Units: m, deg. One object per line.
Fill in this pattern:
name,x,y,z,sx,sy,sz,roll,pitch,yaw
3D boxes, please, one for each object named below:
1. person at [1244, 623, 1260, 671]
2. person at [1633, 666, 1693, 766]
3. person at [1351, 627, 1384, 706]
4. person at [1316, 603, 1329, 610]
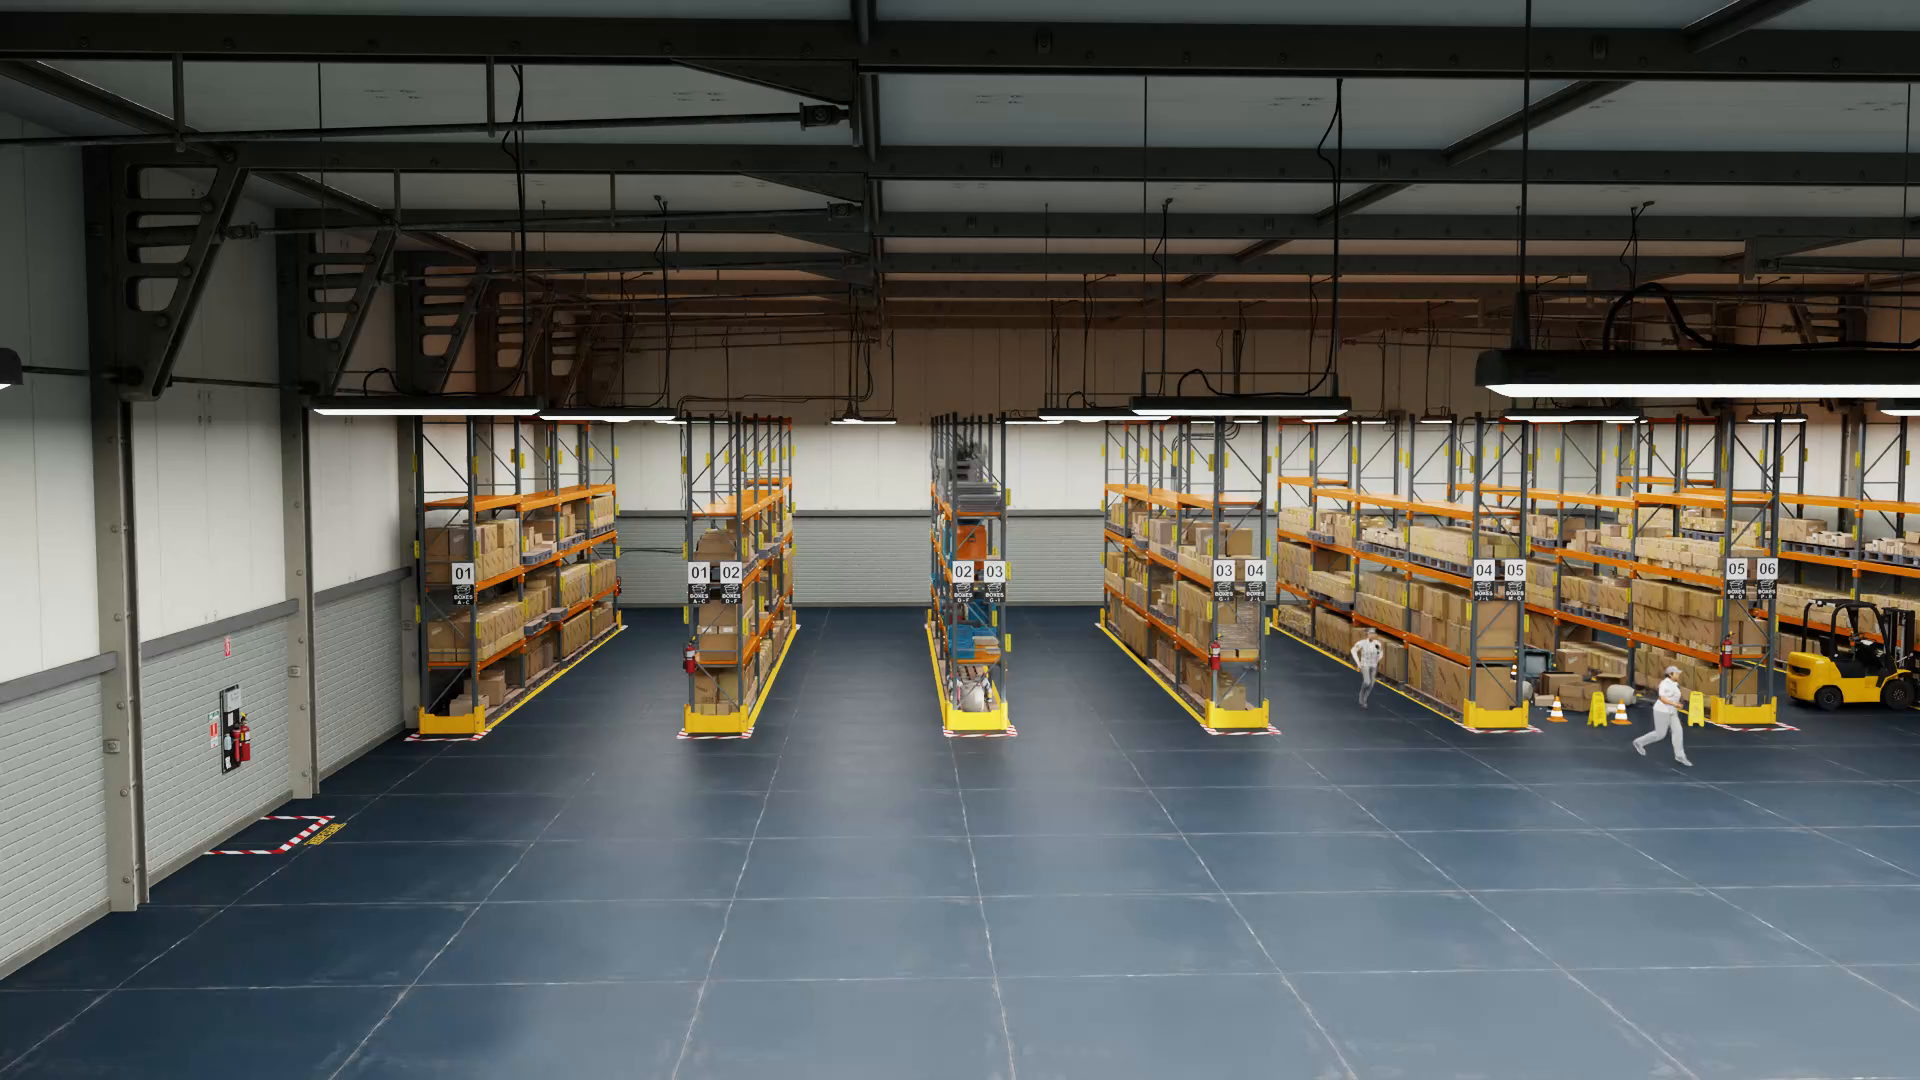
person,6.874,2.201,39.090,0.684,1.818,0.713,0,4,-3
person,12.014,2.971,28.370,0.977,1.672,0.628,3,5,37
person,8.326,2.584,33.821,0.612,1.651,0.605,-1,4,-9
person,10.499,1.577,48.926,0.865,1.580,0.541,0,4,-5
